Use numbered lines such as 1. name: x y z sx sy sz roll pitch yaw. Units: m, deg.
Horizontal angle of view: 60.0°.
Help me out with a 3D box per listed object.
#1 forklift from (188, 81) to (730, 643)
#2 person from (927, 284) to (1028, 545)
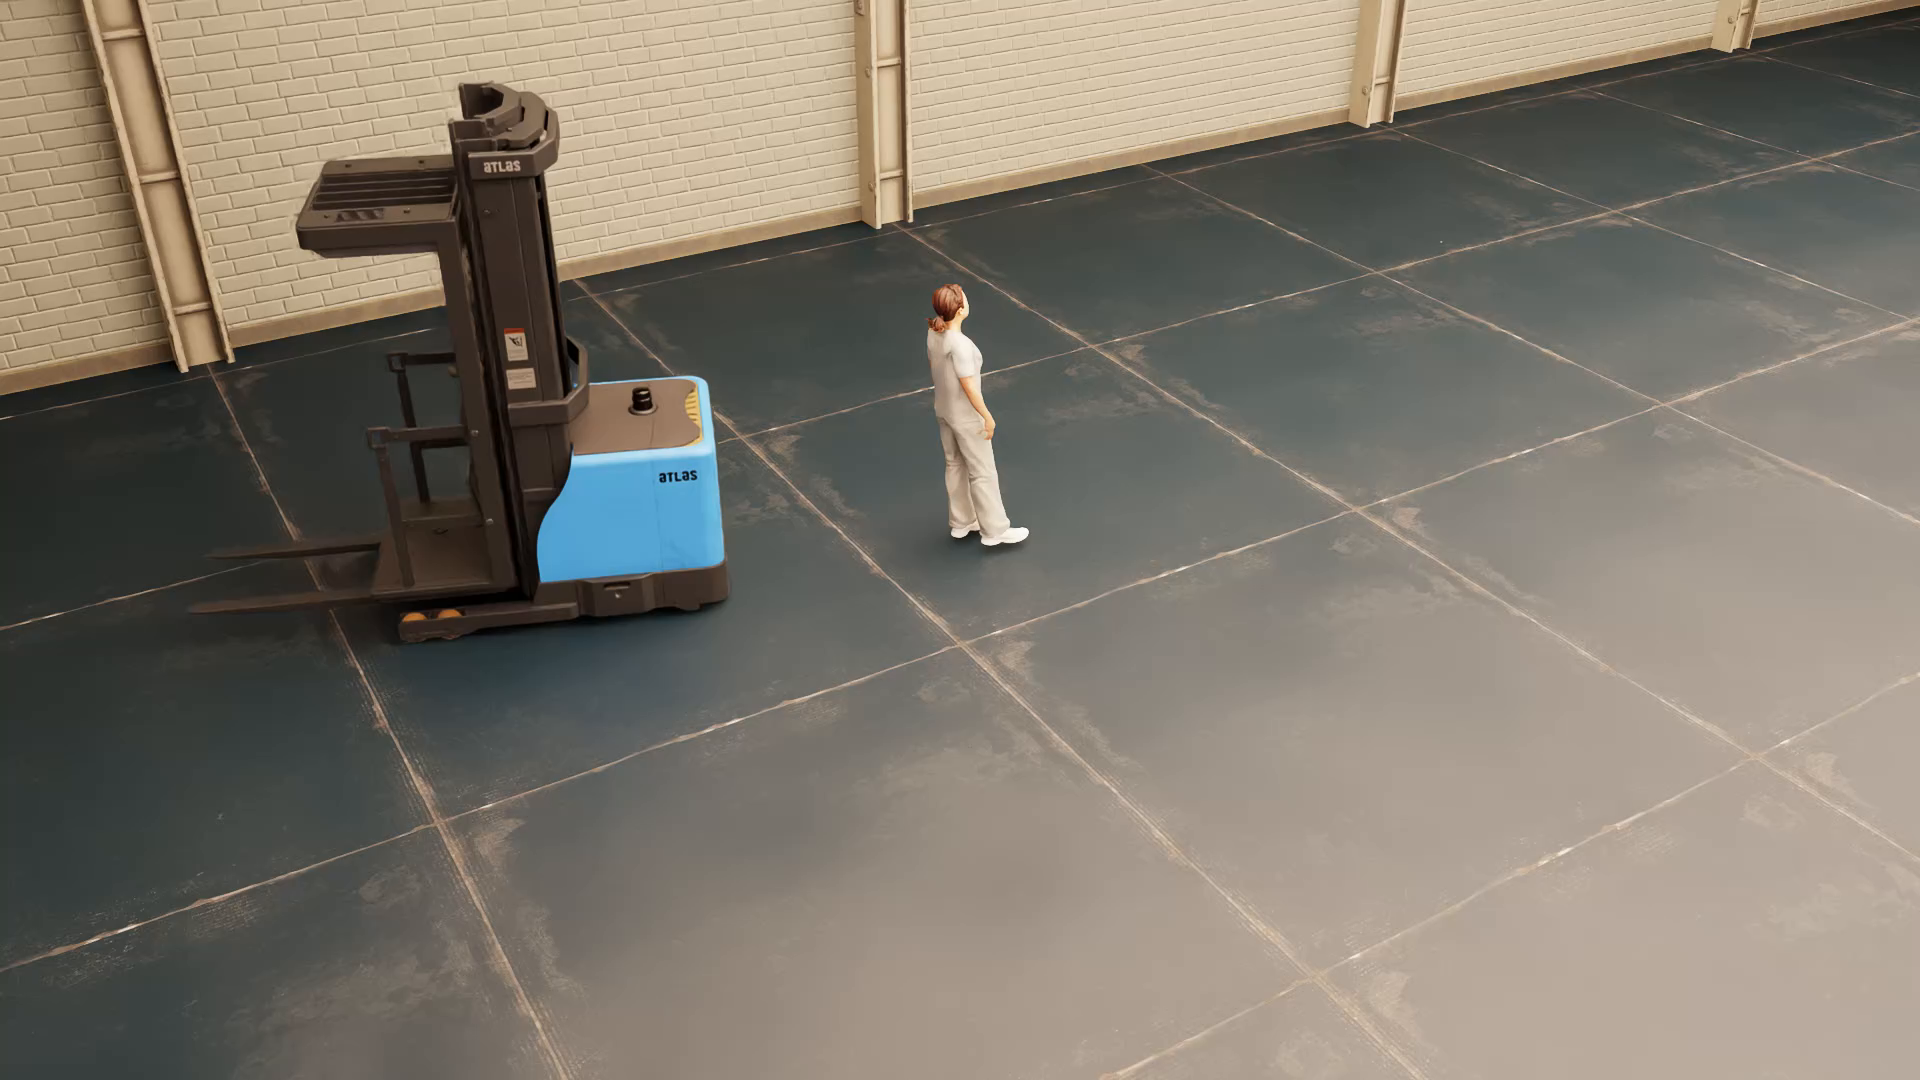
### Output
1. forklift: -2.930 -0.965 9.258 3.031 2.935 1.130 -5 31 -9
2. person: 0.069 -0.768 10.071 0.549 1.664 0.550 -17 35 -26
